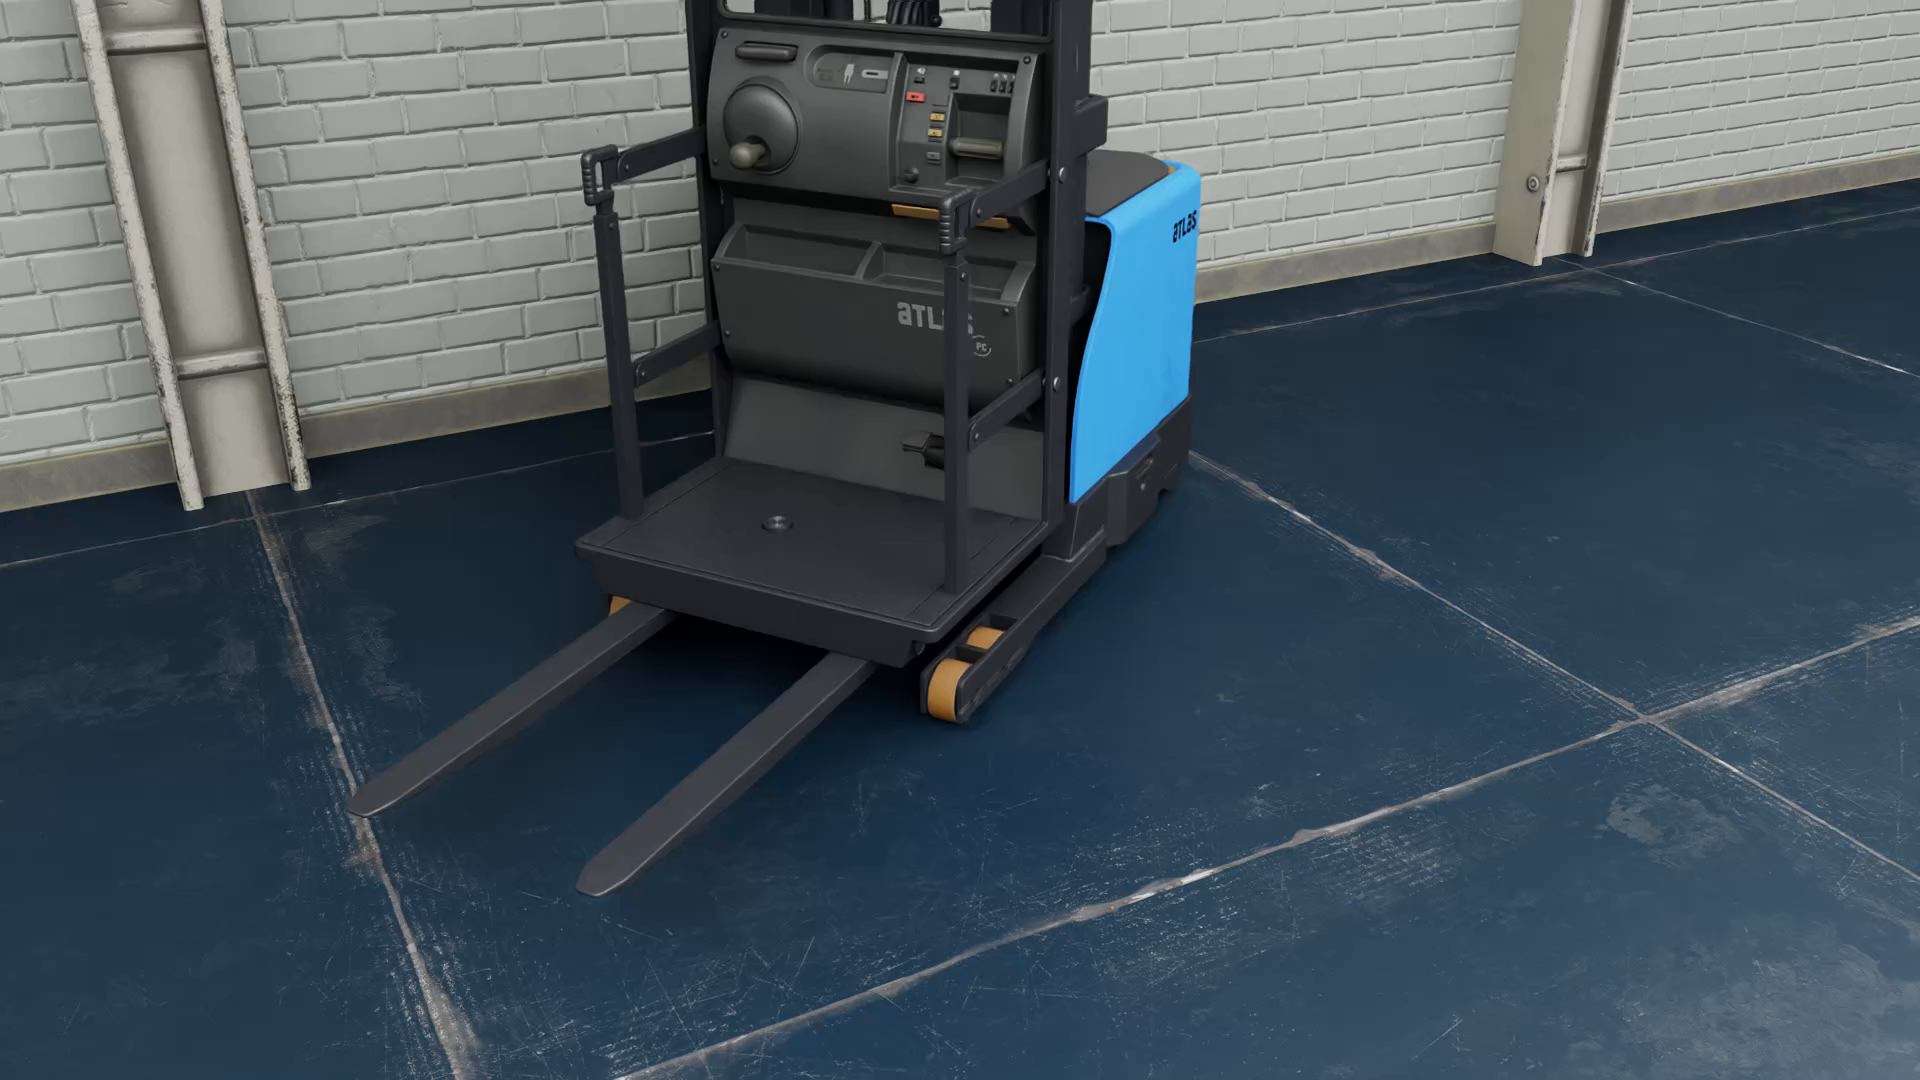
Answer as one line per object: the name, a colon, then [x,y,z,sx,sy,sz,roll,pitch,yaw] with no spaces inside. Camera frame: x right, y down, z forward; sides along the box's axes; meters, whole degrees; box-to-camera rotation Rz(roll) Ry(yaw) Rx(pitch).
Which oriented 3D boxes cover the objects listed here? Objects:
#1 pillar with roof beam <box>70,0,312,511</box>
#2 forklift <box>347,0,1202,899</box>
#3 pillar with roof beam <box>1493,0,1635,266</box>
pillar with roof beam: [-0.410,-2.606,0.281,0.400,9.000,9.100,-13,29,-25]
forklift: [-0.334,-1.068,4.088,1.130,2.935,3.031,12,28,24]
pillar with roof beam: [4.885,-3.828,2.827,0.400,9.000,9.100,-13,29,-25]
